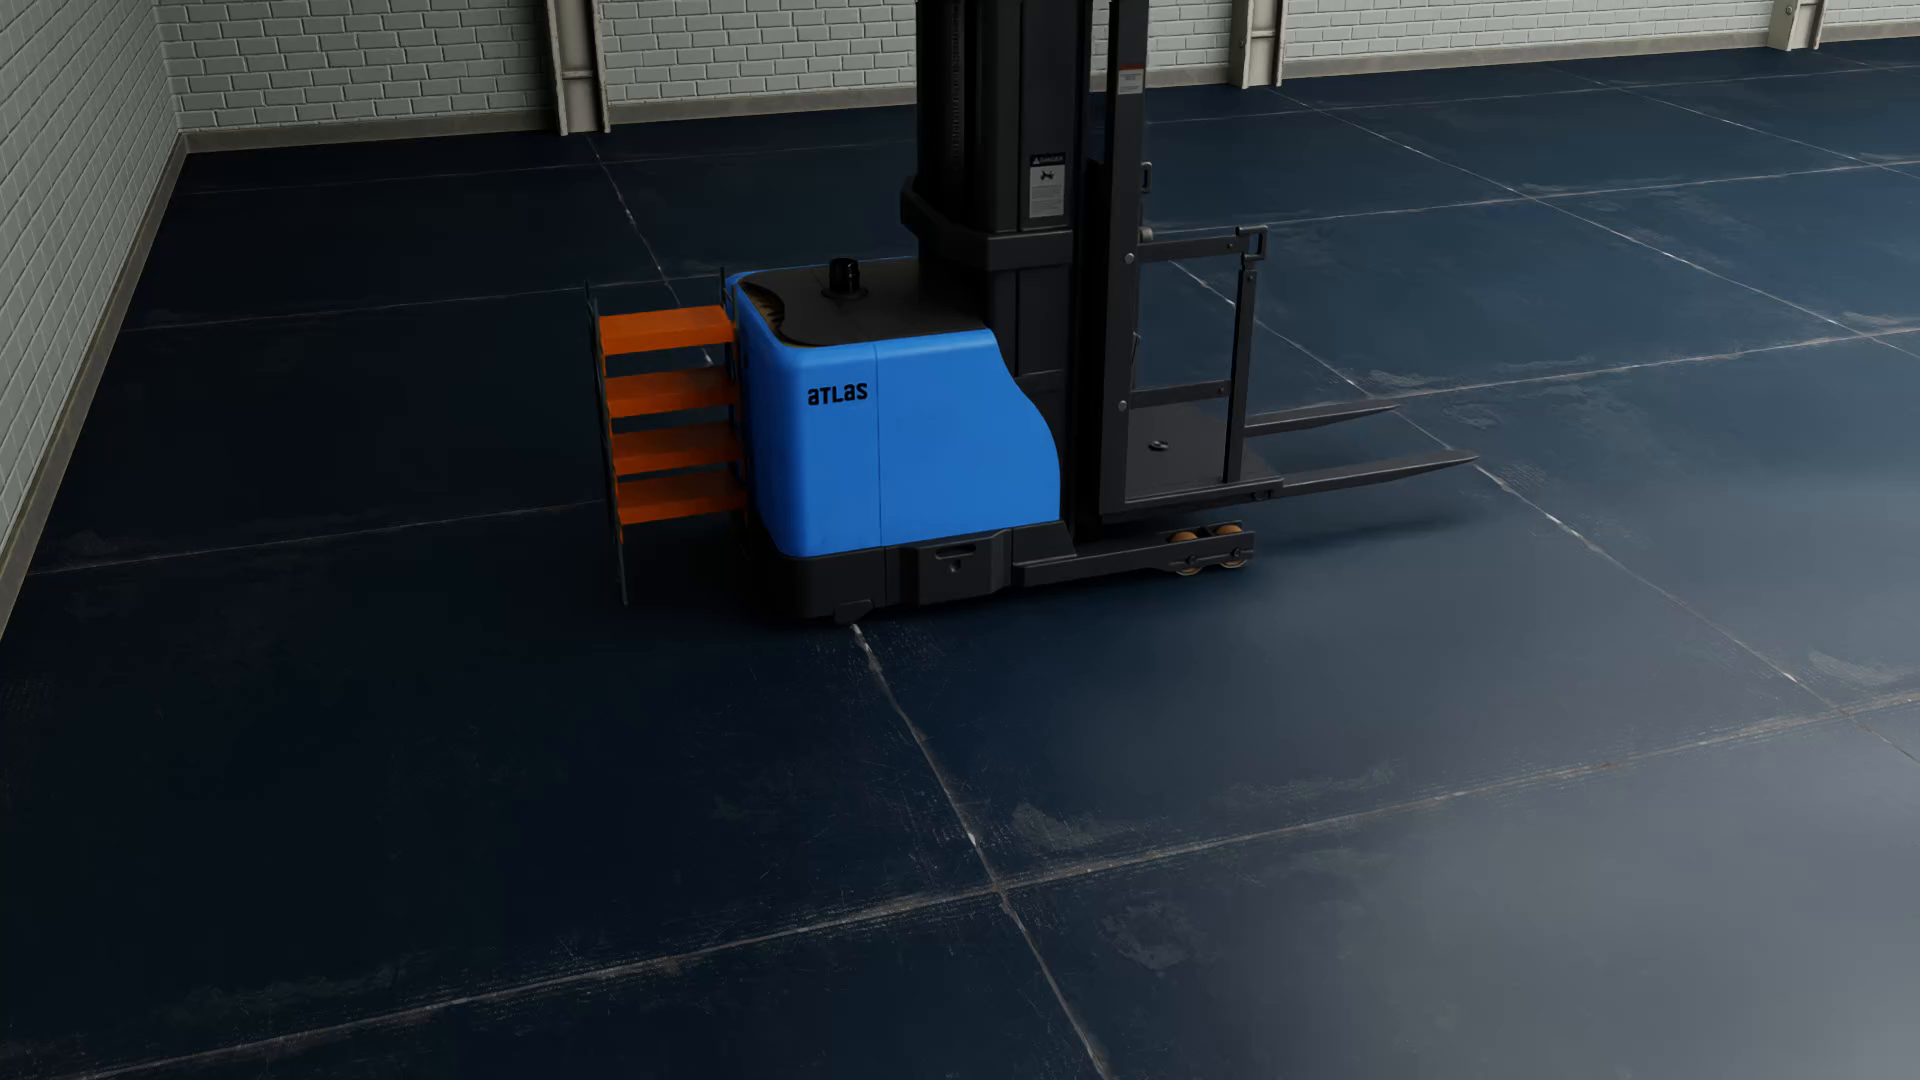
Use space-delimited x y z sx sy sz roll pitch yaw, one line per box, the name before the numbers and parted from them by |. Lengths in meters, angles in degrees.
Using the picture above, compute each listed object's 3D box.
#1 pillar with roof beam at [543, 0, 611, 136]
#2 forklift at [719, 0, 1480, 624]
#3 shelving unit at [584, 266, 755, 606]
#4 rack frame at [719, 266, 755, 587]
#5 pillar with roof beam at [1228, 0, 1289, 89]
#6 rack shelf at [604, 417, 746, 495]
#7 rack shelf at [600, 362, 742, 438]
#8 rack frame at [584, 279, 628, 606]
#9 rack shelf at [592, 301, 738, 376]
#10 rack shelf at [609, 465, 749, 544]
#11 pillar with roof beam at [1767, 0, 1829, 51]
pillar with roof beam | -1.705 -5.521 7.751 0.400 9.000 9.100 -8 28 -16
forklift | 0.635 -1.387 6.248 3.031 2.935 1.130 -9 28 -17
shelving unit | -1.064 -0.375 6.156 0.503 1.200 0.258 -9 28 -17
rack frame | -0.833 -0.410 6.226 0.015 1.200 0.240 -9 28 -17
pillar with roof beam | 4.000 -6.347 9.415 0.400 9.000 9.100 -8 28 -16
rack shelf | -1.064 -0.315 6.186 0.480 0.148 0.258 -9 28 -17
rack shelf | -1.064 -0.515 6.087 0.480 0.148 0.258 -9 28 -17
rack frame | -1.295 -0.340 6.086 0.015 1.200 0.240 -9 28 -17
rack shelf | -1.064 -0.727 5.982 0.480 0.148 0.258 -9 28 -17
rack shelf | -1.064 -0.137 6.275 0.480 0.148 0.258 -9 28 -17
pillar with roof beam | 9.705 -7.173 11.079 0.400 9.000 9.100 -8 28 -16
